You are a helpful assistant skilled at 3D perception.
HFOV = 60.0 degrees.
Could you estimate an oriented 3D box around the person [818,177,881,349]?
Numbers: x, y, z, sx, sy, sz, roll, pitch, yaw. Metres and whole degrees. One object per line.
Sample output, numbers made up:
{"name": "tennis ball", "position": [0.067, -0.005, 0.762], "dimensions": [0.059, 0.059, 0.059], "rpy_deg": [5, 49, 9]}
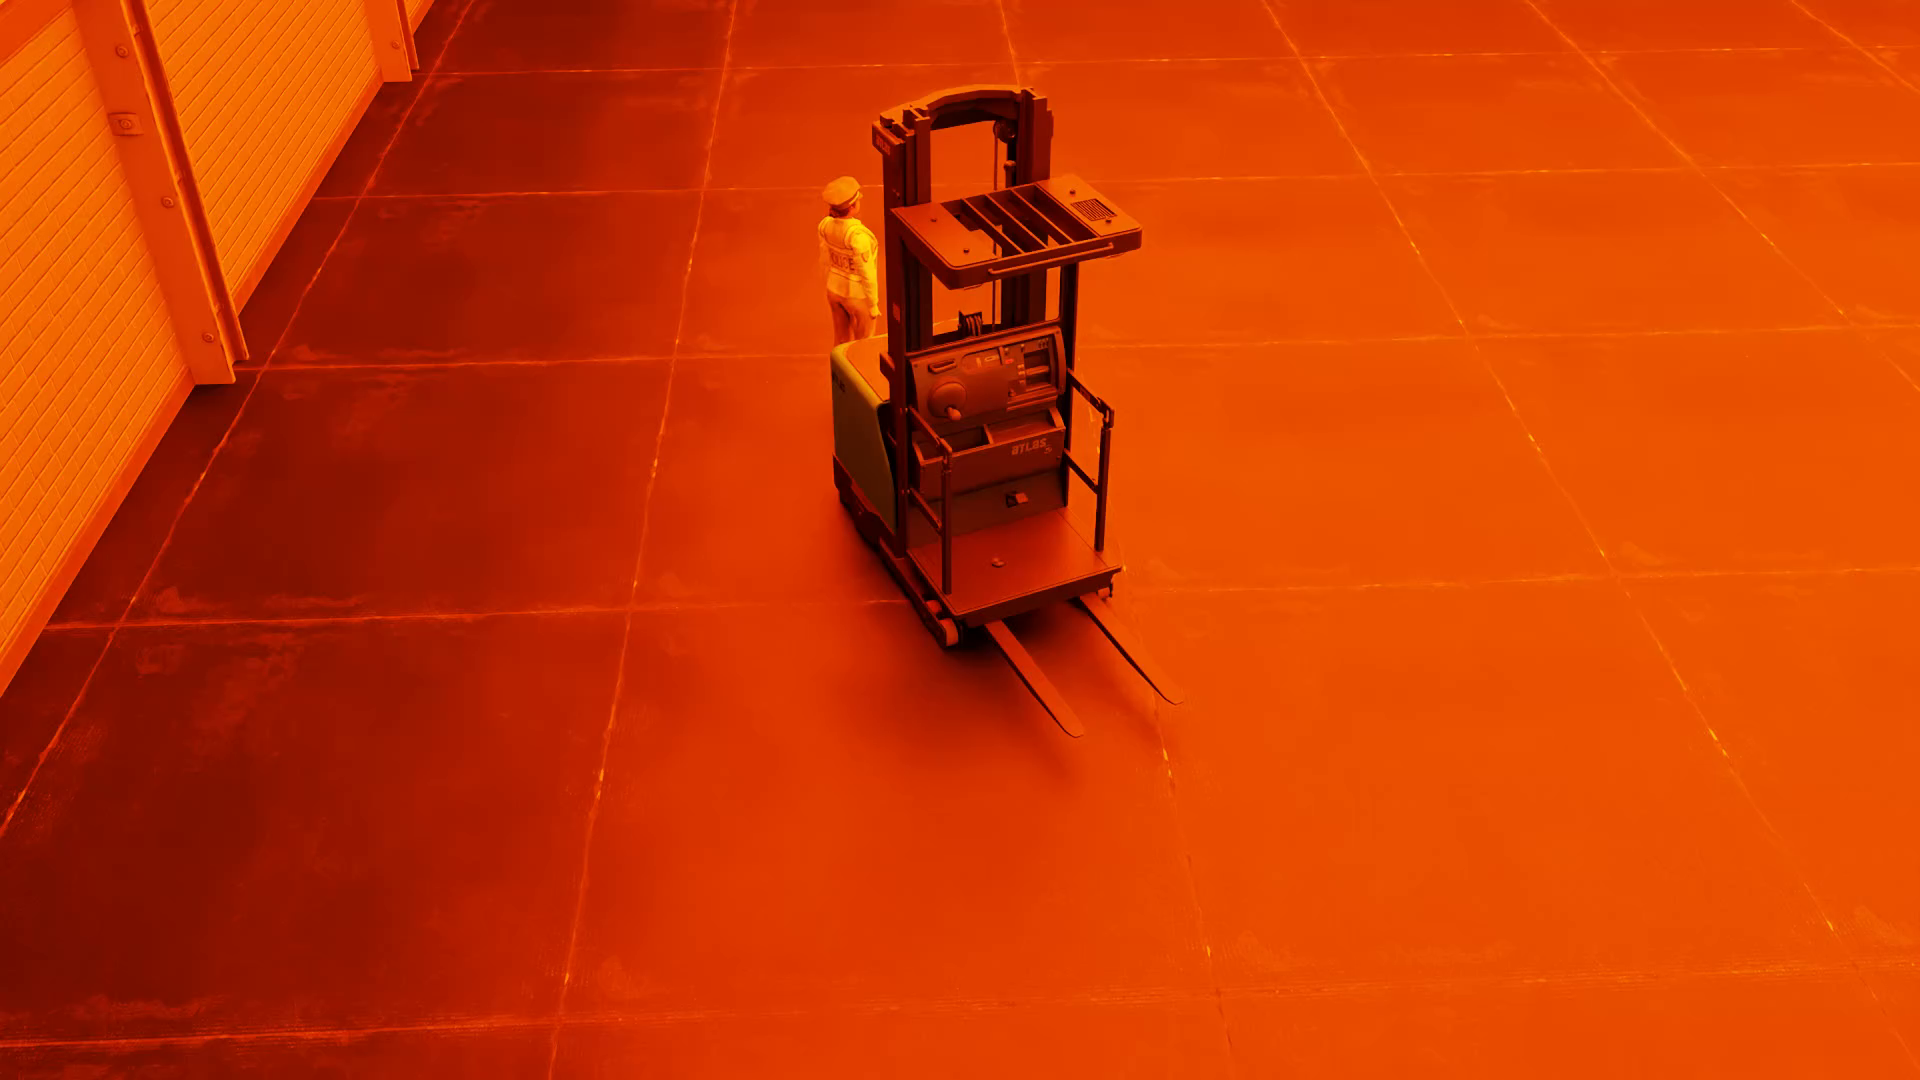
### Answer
{"name": "person", "position": [-0.734, -1.672, 11.363], "dimensions": [0.457, 1.693, 0.357], "rpy_deg": [27, 44, 32]}

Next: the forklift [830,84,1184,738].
{"name": "forklift", "position": [0.258, -0.860, 9.192], "dimensions": [1.130, 2.935, 3.031], "rpy_deg": [-15, 39, -20]}
